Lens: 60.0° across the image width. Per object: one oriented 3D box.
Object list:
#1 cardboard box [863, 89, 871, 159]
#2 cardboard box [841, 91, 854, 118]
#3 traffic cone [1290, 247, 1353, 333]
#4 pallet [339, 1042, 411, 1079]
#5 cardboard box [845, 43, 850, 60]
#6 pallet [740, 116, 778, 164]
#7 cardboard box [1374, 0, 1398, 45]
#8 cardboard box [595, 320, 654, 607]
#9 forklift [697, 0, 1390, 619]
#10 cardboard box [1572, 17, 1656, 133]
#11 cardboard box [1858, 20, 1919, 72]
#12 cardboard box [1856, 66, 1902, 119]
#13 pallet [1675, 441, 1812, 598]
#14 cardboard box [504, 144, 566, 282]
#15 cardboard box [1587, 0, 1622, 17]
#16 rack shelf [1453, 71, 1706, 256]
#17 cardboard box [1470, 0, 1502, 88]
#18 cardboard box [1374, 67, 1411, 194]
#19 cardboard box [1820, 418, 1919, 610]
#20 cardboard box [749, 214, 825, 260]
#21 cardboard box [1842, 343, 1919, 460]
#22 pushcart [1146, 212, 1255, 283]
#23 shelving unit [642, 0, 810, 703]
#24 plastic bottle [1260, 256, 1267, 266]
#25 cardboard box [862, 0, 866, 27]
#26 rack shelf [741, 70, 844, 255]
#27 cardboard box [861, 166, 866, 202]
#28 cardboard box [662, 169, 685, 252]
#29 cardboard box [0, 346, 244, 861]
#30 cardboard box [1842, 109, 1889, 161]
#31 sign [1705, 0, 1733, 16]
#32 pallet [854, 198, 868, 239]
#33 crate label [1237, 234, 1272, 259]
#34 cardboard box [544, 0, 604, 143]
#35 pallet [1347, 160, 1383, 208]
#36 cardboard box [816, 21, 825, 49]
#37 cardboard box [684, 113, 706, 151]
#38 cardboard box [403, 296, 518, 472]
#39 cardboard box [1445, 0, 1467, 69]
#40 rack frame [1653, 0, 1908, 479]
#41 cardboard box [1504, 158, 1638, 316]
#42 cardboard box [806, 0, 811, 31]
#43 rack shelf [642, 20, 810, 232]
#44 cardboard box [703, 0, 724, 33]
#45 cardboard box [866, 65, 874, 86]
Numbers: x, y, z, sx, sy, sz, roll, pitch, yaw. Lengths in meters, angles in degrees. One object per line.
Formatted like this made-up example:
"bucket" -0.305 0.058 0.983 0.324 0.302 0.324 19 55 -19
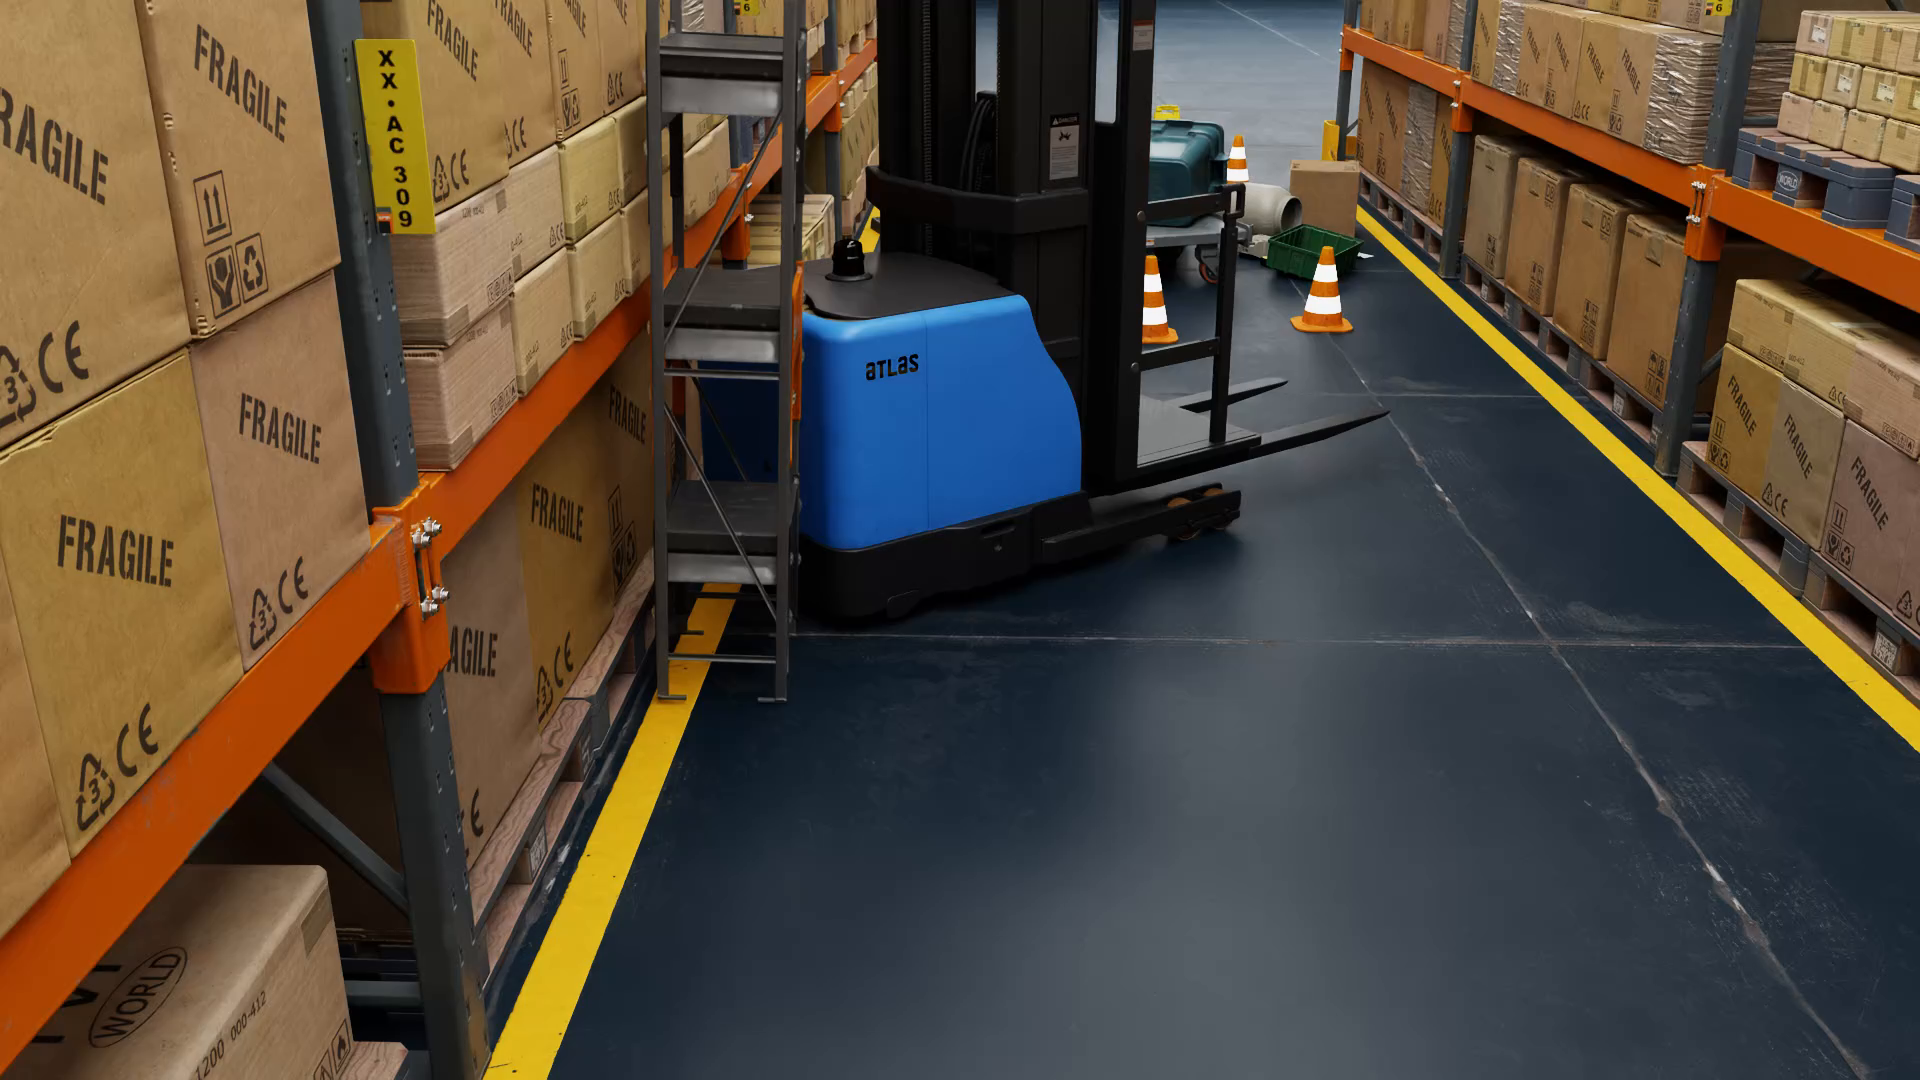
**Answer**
"cardboard box" -0.954 -3.191 12.791 0.500 0.500 0.500 0 21 0
"cardboard box" -0.925 -2.966 11.314 0.380 0.149 0.250 1 21 2
"traffic cone" 2.124 -1.476 9.694 0.336 0.463 0.334 1 21 2
"pallet" -1.622 1.321 2.832 1.003 0.211 1.213 1 21 2
"cardboard box" -0.971 -3.416 11.533 0.380 0.149 0.250 1 21 3
"pallet" -1.483 -1.869 7.463 1.213 0.211 1.003 1 21 2
"cardboard box" 3.692 -4.109 12.764 0.875 0.550 0.550 1 21 2
"cardboard box" -1.534 -0.333 5.597 0.875 0.875 0.875 1 21 2
"forklift" 0.502 -1.502 6.348 3.031 2.935 1.130 -15 26 -34
"cardboard box" 3.329 -2.255 8.055 0.500 0.500 0.500 0 21 1
"cardboard box" 3.327 -1.686 5.673 0.380 0.149 0.250 1 21 1
"cardboard box" 3.326 -1.531 5.684 0.380 0.149 0.250 0 21 0
"pallet" 3.527 -0.099 6.491 1.003 0.211 1.213 1 21 2
"cardboard box" -1.237 -0.761 3.859 0.500 0.250 0.500 1 21 2
"cardboard box" 3.619 -2.909 8.360 0.700 0.500 0.500 0 21 1
"rack shelf" 3.613 -2.069 8.709 1.077 0.370 4.000 1 21 2
"cardboard box" 3.389 -2.987 9.942 0.500 0.500 0.500 1 21 2
"cardboard box" 3.816 -3.215 13.024 0.875 0.875 0.875 0 21 1
"cardboard box" 3.253 -0.091 5.492 0.500 0.500 0.500 0 21 0
"cardboard box" -1.309 -1.666 9.729 0.950 0.372 0.625 2 21 5
"cardboard box" 3.246 -0.452 5.387 0.500 0.250 0.500 1 21 2
"pushcart" 1.004 -1.916 10.945 1.648 0.377 0.936 -7 22 -17
"shelving unit" -0.699 -0.565 5.051 0.431 2.100 0.503 2 21 -3
"plastic bottle" 2.174 -1.874 11.274 0.133 0.061 0.283 -11 24 -26
"cardboard box" -0.969 -4.033 12.226 0.500 0.500 0.500 1 21 2
"rack shelf" -1.338 -2.087 8.755 1.077 0.370 4.000 1 21 2
"cardboard box" -0.971 -2.655 12.444 0.500 0.250 0.500 0 21 1
"cardboard box" -1.186 -1.077 5.364 0.500 0.250 0.500 0 21 1
"cardboard box" -1.289 0.057 2.097 0.500 0.500 0.500 0 21 0
"cardboard box" 3.321 -1.406 5.772 0.380 0.149 0.250 2 21 4
"sign" 2.997 -2.226 6.518 0.100 0.325 0.005 1 21 2
"pallet" -1.257 -2.531 12.760 1.003 0.211 1.213 1 21 2
"crate label" 2.093 -2.052 11.629 0.298 0.136 0.250 -16 26 -35
"cardboard box" -1.214 -1.287 4.179 0.500 0.500 0.500 0 21 0
"pallet" 3.849 -2.984 13.927 1.003 0.211 1.213 1 21 2
"cardboard box" -1.017 -3.035 9.971 0.380 0.149 0.250 1 21 2
"cardboard box" -1.171 -1.499 5.761 0.500 0.250 0.500 0 21 0
"cardboard box" -1.243 -0.339 3.463 0.500 0.250 0.500 0 21 0
"cardboard box" 3.673 -3.331 10.759 0.875 0.550 0.550 1 21 2
"rack frame" 3.552 -1.681 6.715 1.000 3.000 0.127 1 21 2
"cardboard box" 3.712 -1.700 9.294 1.050 0.750 0.750 1 21 2
"cardboard box" -1.097 -2.991 8.961 0.500 0.500 0.500 1 21 3
"rack shelf" -0.664 -1.204 4.804 0.431 0.518 0.480 2 21 -3
"cardboard box" -1.153 -2.022 6.073 0.500 0.500 0.500 0 21 0
"cardboard box" -0.874 -3.641 13.052 0.380 0.149 0.250 1 21 3
